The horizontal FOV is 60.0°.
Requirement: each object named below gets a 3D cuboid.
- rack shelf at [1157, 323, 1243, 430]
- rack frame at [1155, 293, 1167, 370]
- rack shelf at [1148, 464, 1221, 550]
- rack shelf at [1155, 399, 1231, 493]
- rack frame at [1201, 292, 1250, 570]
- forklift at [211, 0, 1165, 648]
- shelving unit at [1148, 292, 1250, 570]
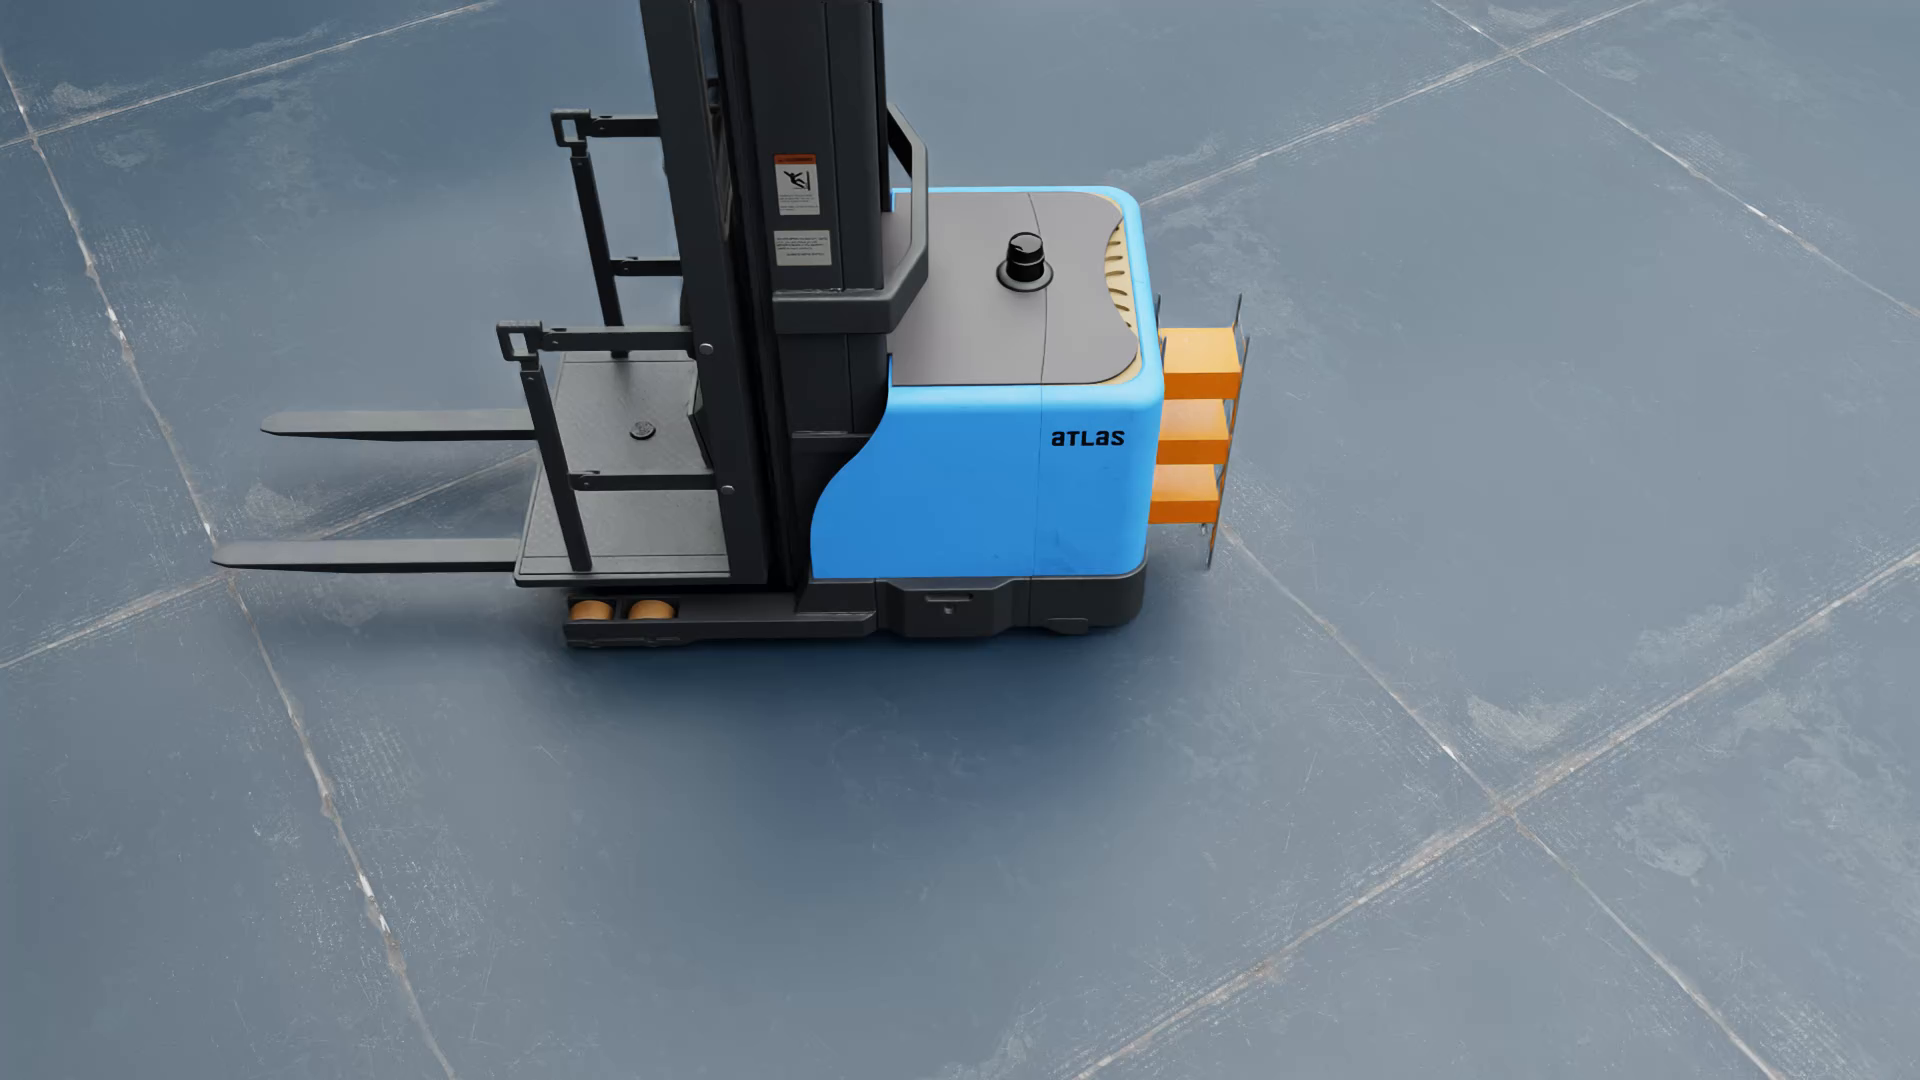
[{"bbox_3d":[0.724,-0.503,5.129,0.240,0.259,0.215,-1,48,-1],"label":"rack shelf"},{"bbox_3d":[0.602,-0.320,5.332,0.008,1.050,0.200,-1,48,-1],"label":"rack frame"},{"bbox_3d":[0.724,-0.130,5.549,0.240,0.259,0.215,-1,48,-1],"label":"rack shelf"},{"bbox_3d":[0.724,-0.314,5.341,0.240,0.259,0.215,-1,48,-1],"label":"rack shelf"},{"bbox_3d":[0.846,-0.323,5.334,0.008,1.050,0.200,-1,48,-1],"label":"rack frame"},{"bbox_3d":[-0.922,-1.023,4.698,3.031,2.935,1.130,-1,48,-1],"label":"forklift"},{"bbox_3d":[0.724,-0.321,5.333,0.252,1.050,0.215,-1,48,-1],"label":"shelving unit"}]
